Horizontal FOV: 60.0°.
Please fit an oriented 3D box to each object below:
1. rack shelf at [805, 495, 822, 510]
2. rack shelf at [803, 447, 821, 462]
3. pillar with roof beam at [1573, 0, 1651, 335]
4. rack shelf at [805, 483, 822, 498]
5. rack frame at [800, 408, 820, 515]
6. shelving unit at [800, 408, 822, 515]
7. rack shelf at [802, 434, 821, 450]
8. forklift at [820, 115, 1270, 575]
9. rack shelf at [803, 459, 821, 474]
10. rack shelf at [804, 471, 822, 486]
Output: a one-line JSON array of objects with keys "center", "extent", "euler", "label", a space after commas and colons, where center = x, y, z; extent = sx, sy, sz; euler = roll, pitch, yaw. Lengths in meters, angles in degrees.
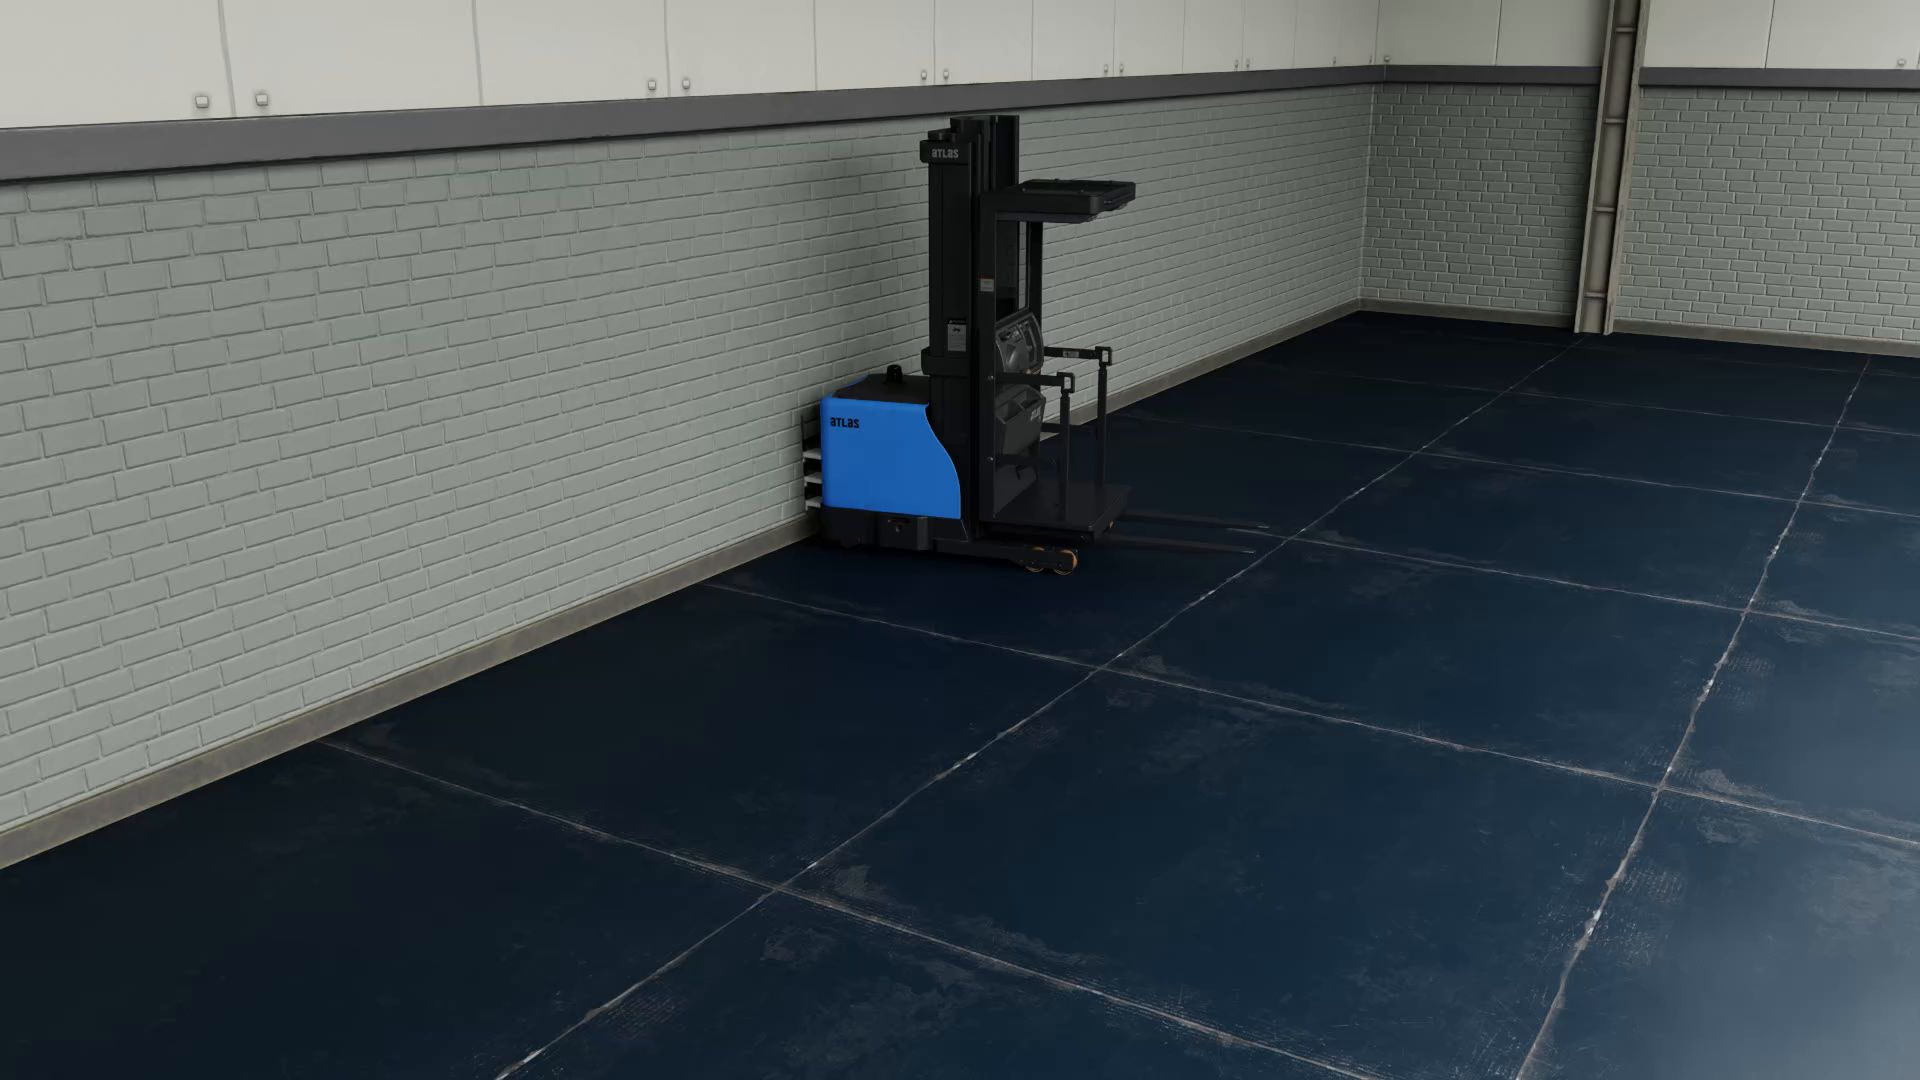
[{"center": [-0.954, -0.269, 11.956], "extent": [0.200, 0.077, 0.258], "euler": [10, 22, 31], "label": "rack shelf"}, {"center": [-0.963, -0.609, 11.839], "extent": [0.200, 0.077, 0.258], "euler": [10, 22, 31], "label": "rack shelf"}, {"center": [5.446, -5.772, 15.402], "extent": [0.400, 9.000, 9.100], "euler": [10, 20, 30], "label": "pillar with roof beam"}, {"center": [-0.956, -0.354, 11.926], "extent": [0.200, 0.077, 0.258], "euler": [10, 22, 31], "label": "rack shelf"}, {"center": [-1.045, -0.486, 11.938], "extent": [0.006, 0.900, 0.240], "euler": [10, 22, 31], "label": "rack frame"}, {"center": [-0.959, -0.470, 11.886], "extent": [0.210, 0.900, 0.258], "euler": [10, 22, 31], "label": "shelving unit"}, {"center": [-0.965, -0.694, 11.809], "extent": [0.200, 0.077, 0.258], "euler": [10, 22, 31], "label": "rack shelf"}, {"center": [0.594, -1.343, 11.259], "extent": [3.031, 2.935, 1.130], "euler": [6, 18, 18], "label": "forklift"}, {"center": [-0.961, -0.524, 11.868], "extent": [0.200, 0.077, 0.258], "euler": [10, 22, 31], "label": "rack shelf"}, {"center": [-0.959, -0.439, 11.897], "extent": [0.200, 0.077, 0.258], "euler": [10, 22, 31], "label": "rack shelf"}]
